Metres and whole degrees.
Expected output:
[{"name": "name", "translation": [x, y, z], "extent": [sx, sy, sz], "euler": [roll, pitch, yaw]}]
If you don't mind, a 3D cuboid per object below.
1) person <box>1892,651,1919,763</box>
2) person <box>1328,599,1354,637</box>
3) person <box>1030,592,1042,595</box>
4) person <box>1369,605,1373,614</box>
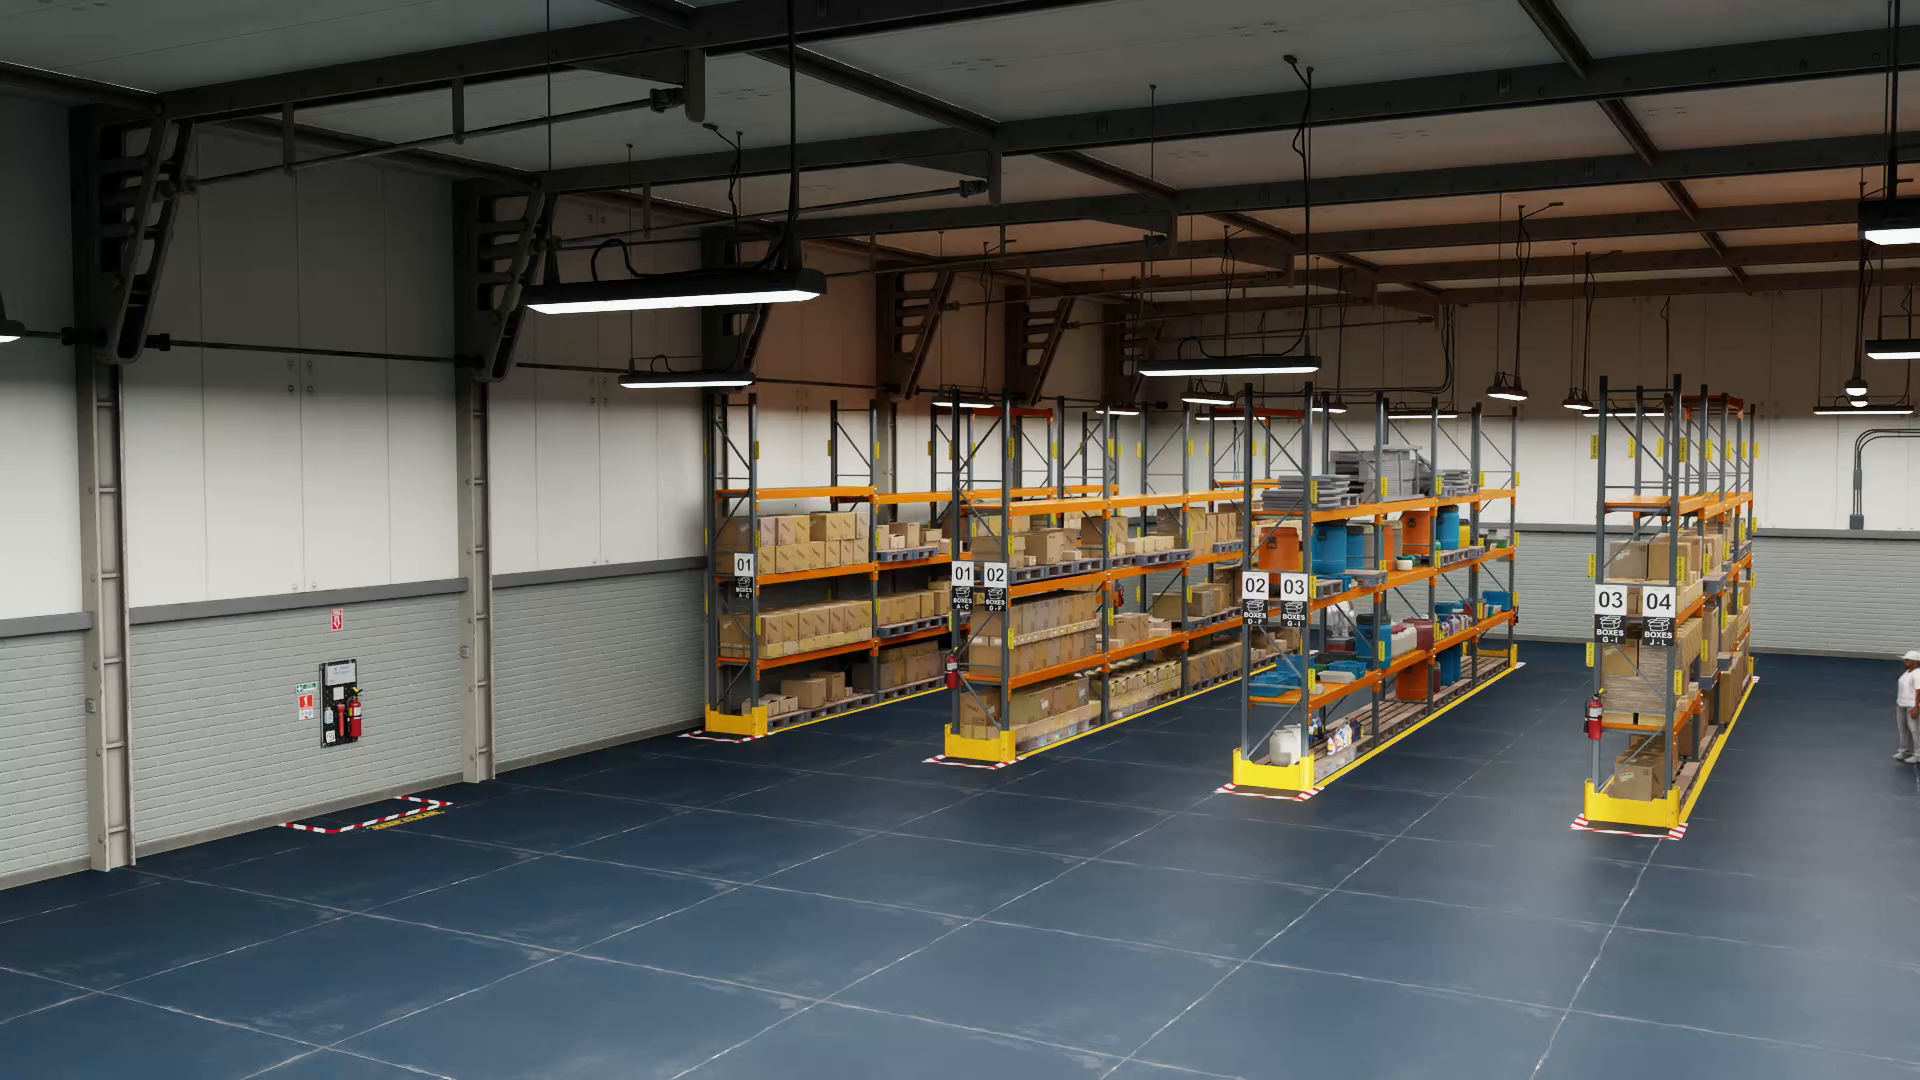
[{"name": "person", "translation": [15.323, 2.672, 26.786], "extent": [0.415, 1.768, 0.567], "euler": [0, 3, -7]}, {"name": "person", "translation": [9.757, 1.828, 42.594], "extent": [0.667, 1.740, 1.059], "euler": [0, 3, 5]}, {"name": "person", "translation": [1.699, 1.949, 36.544], "extent": [0.404, 1.794, 0.576], "euler": [3, 4, 42]}, {"name": "person", "translation": [8.848, 2.242, 35.623], "extent": [0.445, 1.687, 0.758], "euler": [3, 4, 43]}]
